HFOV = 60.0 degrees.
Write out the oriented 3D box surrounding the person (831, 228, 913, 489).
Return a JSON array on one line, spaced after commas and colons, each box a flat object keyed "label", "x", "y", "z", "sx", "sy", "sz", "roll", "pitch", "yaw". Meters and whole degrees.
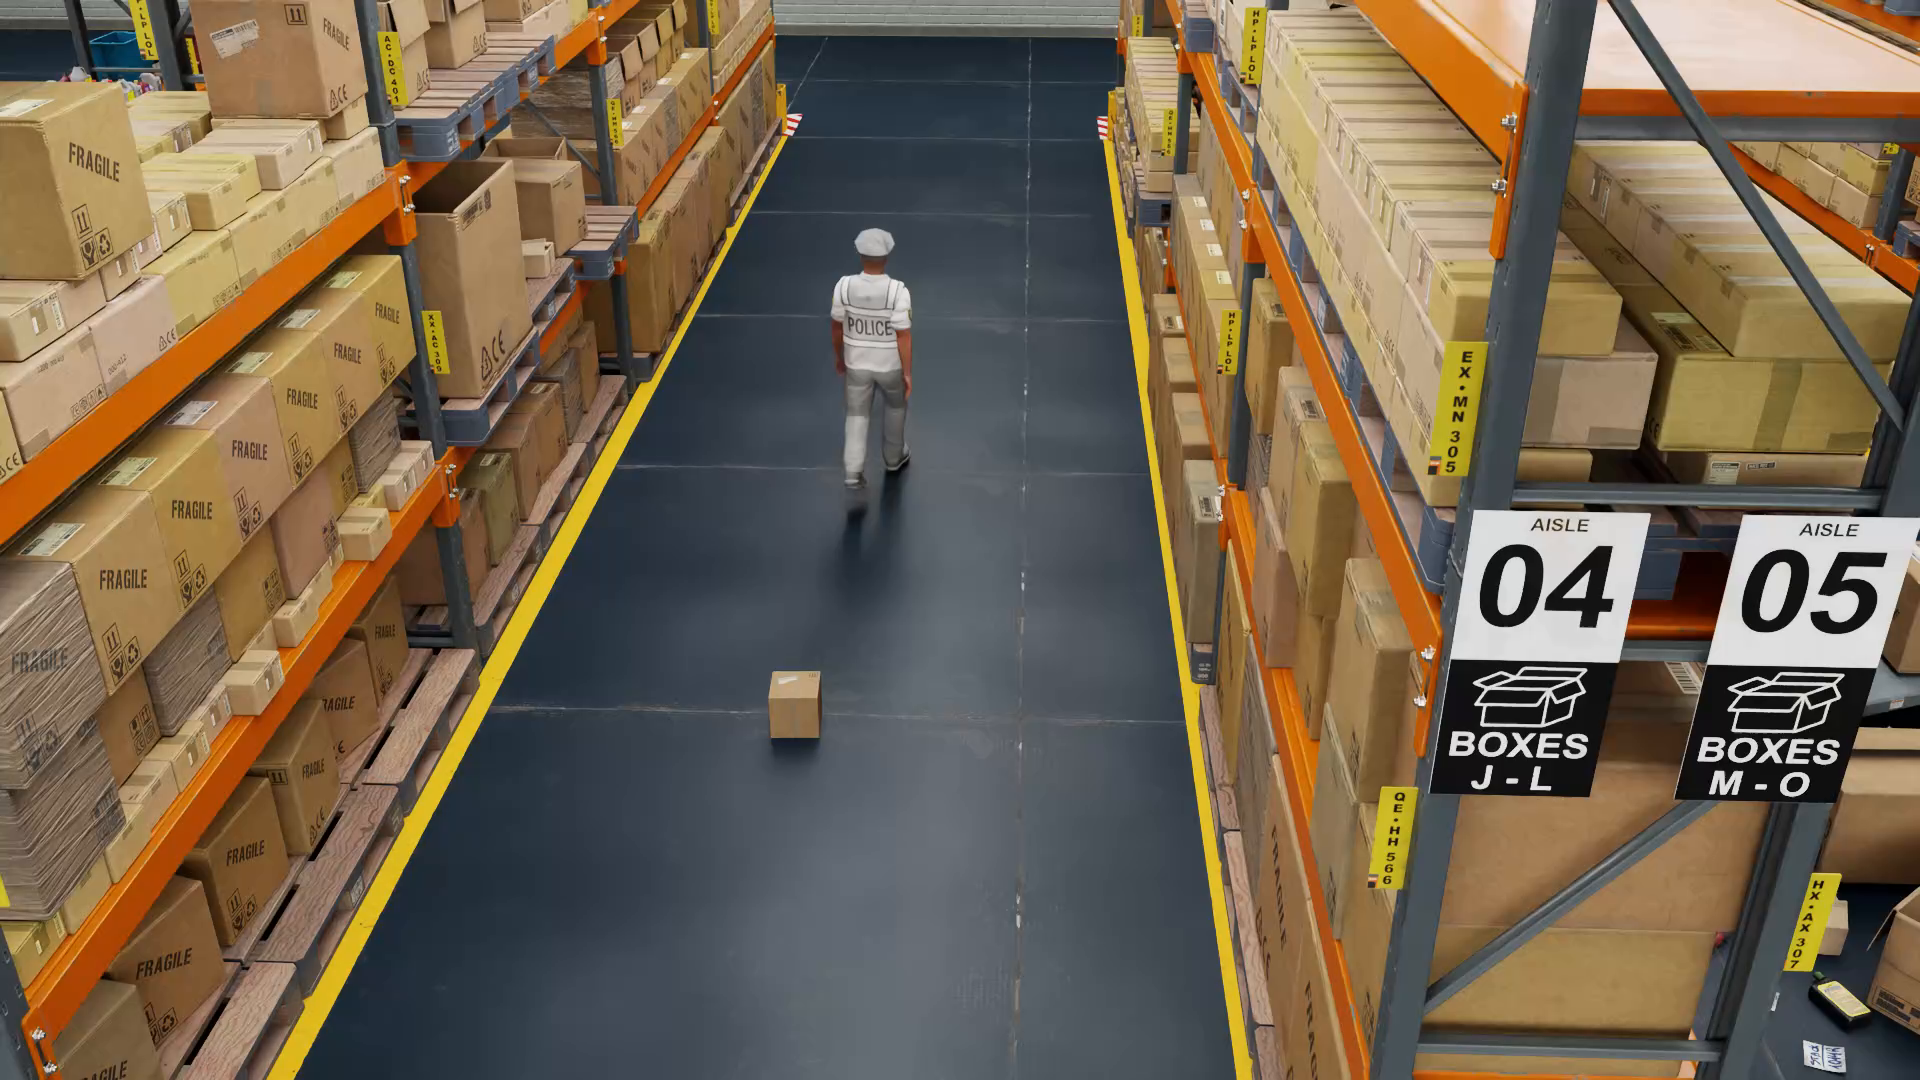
[{"label": "person", "x": -0.565, "y": -1.170, "z": 10.791, "sx": 0.548, "sy": 1.732, "sz": 0.951, "roll": 4, "pitch": 28, "yaw": 7}]
